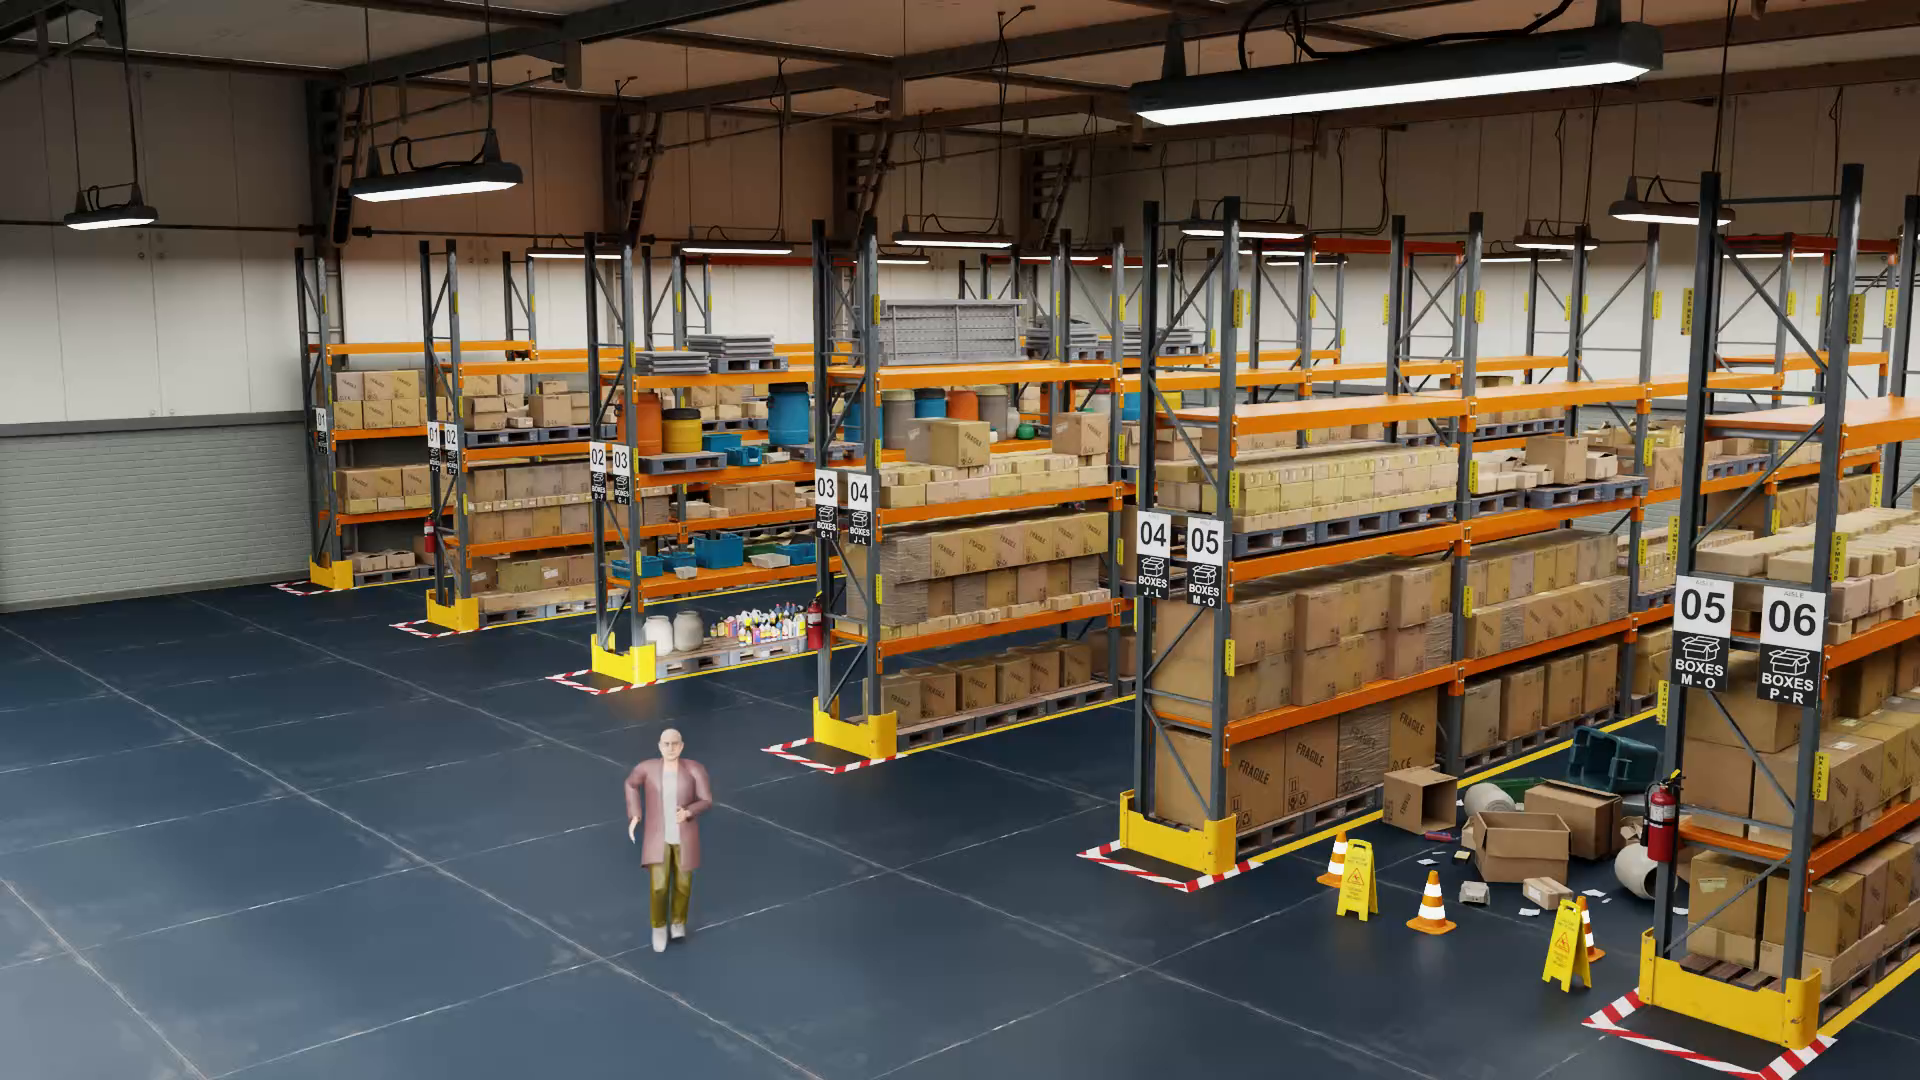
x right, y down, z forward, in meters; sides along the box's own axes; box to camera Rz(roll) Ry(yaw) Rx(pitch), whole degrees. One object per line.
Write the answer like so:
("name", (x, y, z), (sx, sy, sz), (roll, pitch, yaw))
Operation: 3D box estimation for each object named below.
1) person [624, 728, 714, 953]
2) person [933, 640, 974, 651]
("person", (-2.289, 2.381, 13.151), (0.684, 1.790, 0.761), (-2, 9, -13))
("person", (-0.065, 0.612, 23.134), (0.663, 1.787, 0.866), (6, 10, 37))
